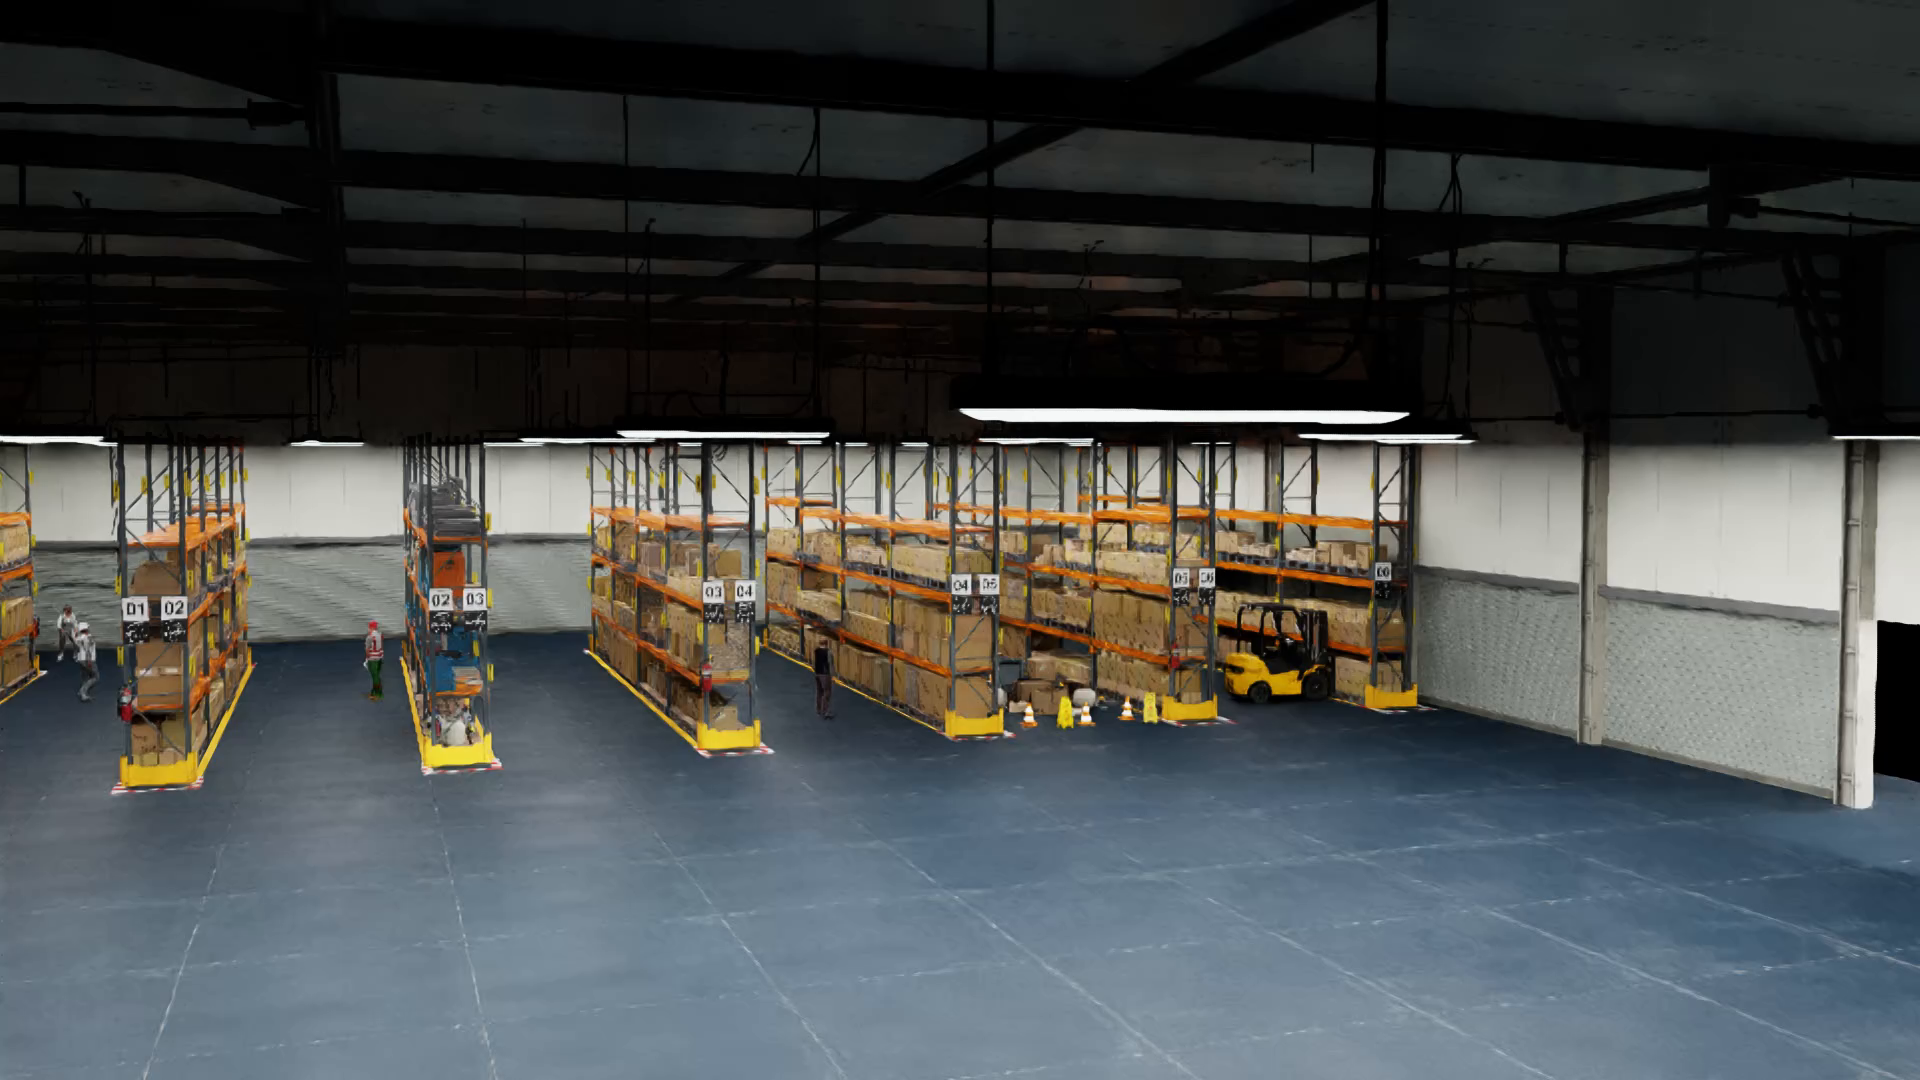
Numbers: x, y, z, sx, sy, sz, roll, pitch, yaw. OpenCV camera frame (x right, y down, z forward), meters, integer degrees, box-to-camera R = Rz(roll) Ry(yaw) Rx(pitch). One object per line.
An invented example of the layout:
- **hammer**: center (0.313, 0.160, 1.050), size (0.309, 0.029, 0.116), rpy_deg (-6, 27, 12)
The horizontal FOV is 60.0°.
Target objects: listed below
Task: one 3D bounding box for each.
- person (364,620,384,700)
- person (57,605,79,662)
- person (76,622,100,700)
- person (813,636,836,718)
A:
- **person**: center (-13.367, 2.717, 37.864), size (0.577, 1.782, 0.655), rpy_deg (1, 3, 9)
- **person**: center (-23.852, 2.483, 44.446), size (0.554, 1.525, 0.786), rpy_deg (-2, 4, -38)
- **person**: center (-19.814, 2.747, 37.703), size (0.447, 1.770, 0.561), rpy_deg (-3, 4, -44)
- **person**: center (-2.852, 2.889, 35.301), size (0.584, 1.727, 0.450), rpy_deg (3, 4, 40)
